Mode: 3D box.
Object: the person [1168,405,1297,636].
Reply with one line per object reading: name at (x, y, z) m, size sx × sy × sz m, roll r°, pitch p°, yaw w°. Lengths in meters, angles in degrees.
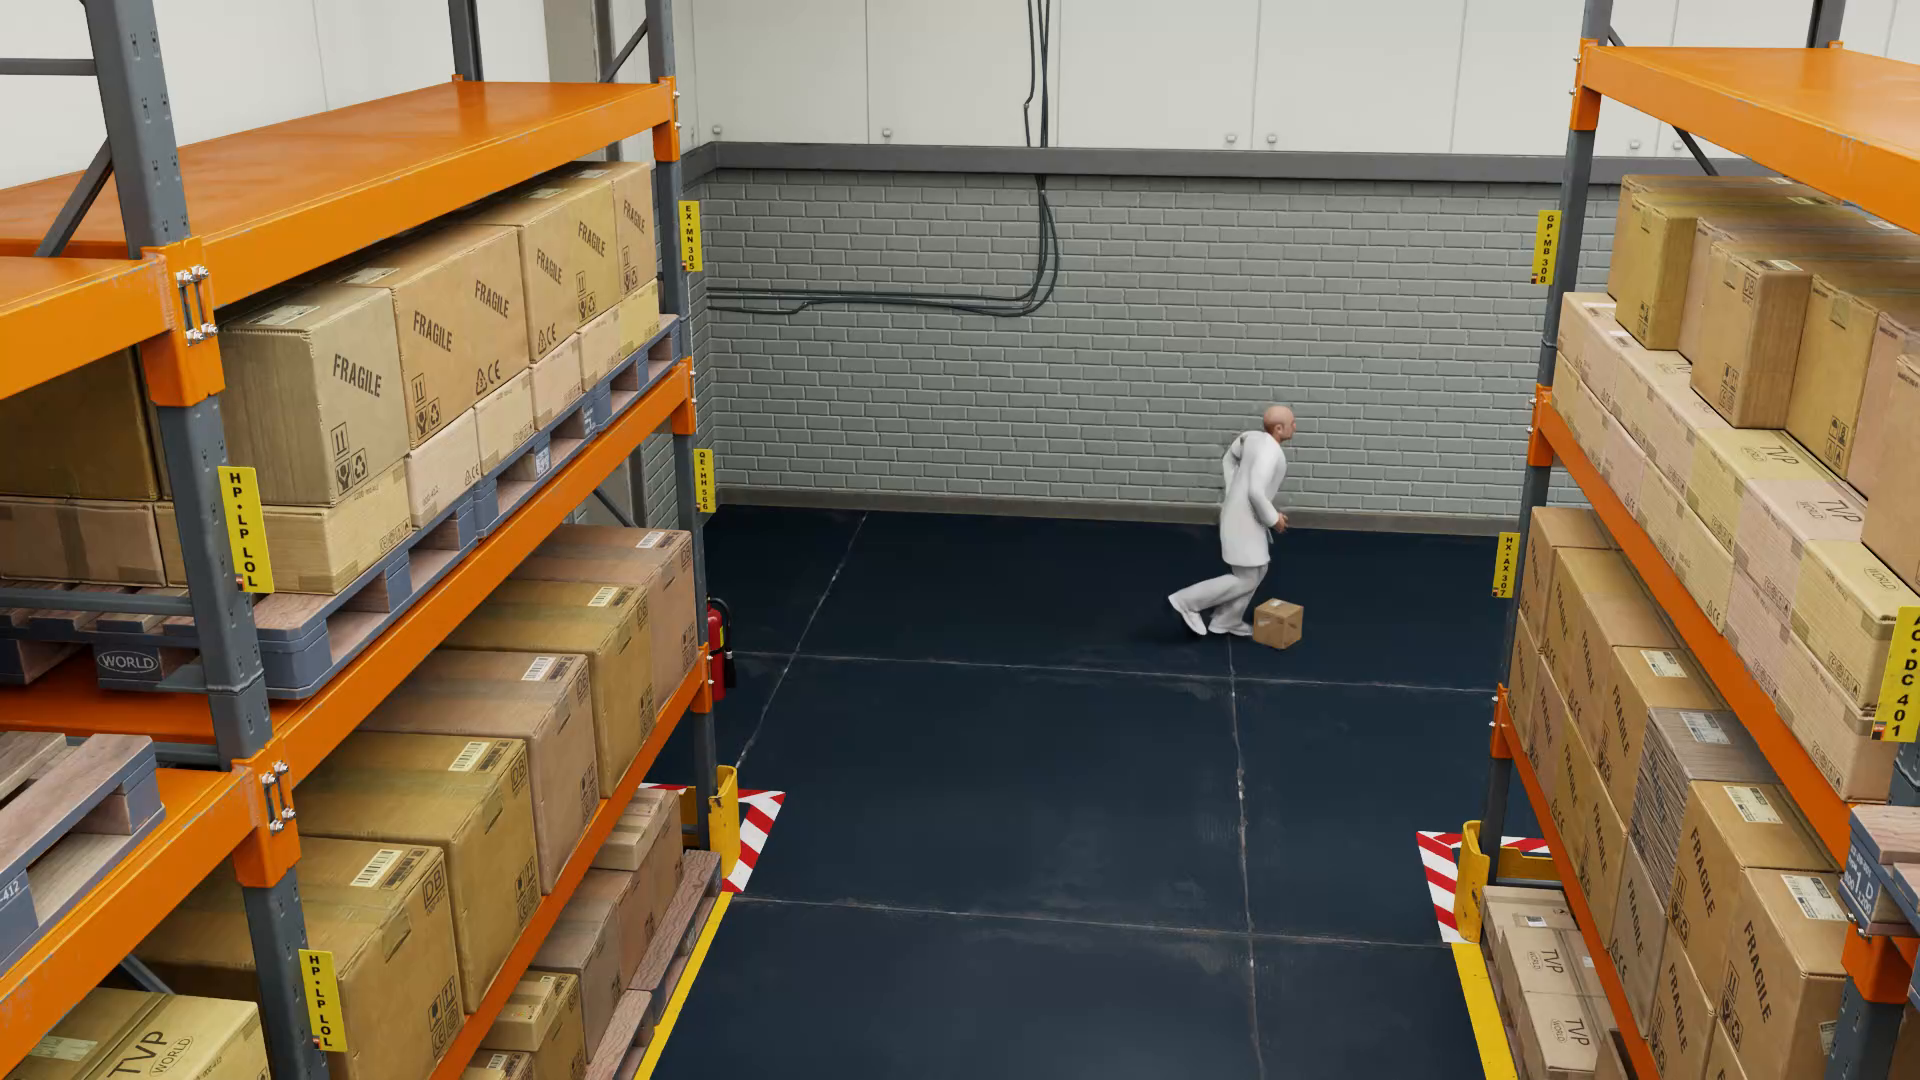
person at (1.877, -0.121, 11.556) m, size 0.826 × 1.695 × 0.714 m, roll 1°, pitch 21°, yaw 1°
